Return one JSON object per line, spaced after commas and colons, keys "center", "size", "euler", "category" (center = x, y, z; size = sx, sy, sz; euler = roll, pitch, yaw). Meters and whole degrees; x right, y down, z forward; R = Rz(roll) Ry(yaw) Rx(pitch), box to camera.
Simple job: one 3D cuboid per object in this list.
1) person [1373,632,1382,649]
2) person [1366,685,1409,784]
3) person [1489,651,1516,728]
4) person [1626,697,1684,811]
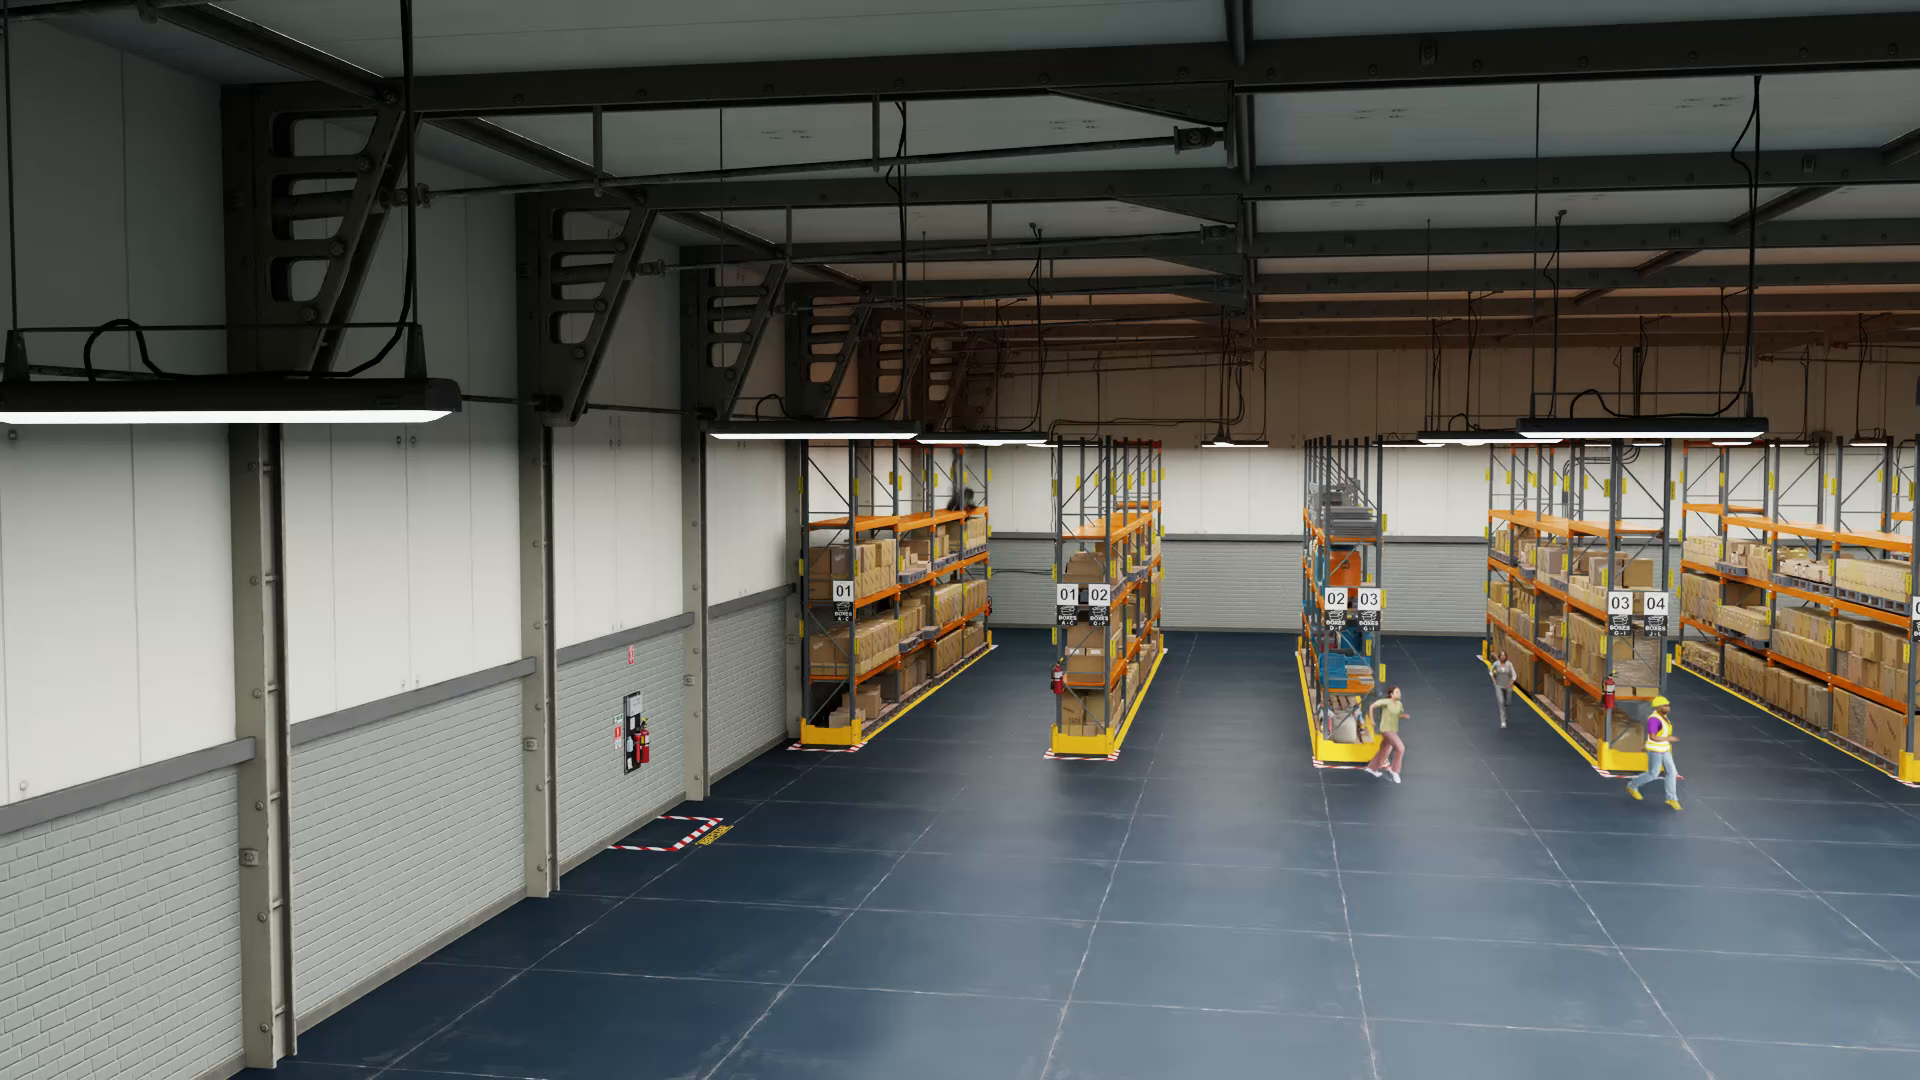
{"center": [11.690, 2.261, 48.025], "size": [0.998, 1.793, 0.678], "euler": [1, 3, 15], "category": "person"}
{"center": [7.385, 3.337, 28.744], "size": [0.601, 1.680, 0.804], "euler": [-3, 4, -40], "category": "person"}
{"center": [11.315, 3.088, 34.661], "size": [0.520, 1.580, 0.925], "euler": [0, 3, 8], "category": "person"}
{"center": [11.157, 3.412, 26.674], "size": [0.911, 1.828, 0.729], "euler": [3, 4, 41], "category": "person"}
